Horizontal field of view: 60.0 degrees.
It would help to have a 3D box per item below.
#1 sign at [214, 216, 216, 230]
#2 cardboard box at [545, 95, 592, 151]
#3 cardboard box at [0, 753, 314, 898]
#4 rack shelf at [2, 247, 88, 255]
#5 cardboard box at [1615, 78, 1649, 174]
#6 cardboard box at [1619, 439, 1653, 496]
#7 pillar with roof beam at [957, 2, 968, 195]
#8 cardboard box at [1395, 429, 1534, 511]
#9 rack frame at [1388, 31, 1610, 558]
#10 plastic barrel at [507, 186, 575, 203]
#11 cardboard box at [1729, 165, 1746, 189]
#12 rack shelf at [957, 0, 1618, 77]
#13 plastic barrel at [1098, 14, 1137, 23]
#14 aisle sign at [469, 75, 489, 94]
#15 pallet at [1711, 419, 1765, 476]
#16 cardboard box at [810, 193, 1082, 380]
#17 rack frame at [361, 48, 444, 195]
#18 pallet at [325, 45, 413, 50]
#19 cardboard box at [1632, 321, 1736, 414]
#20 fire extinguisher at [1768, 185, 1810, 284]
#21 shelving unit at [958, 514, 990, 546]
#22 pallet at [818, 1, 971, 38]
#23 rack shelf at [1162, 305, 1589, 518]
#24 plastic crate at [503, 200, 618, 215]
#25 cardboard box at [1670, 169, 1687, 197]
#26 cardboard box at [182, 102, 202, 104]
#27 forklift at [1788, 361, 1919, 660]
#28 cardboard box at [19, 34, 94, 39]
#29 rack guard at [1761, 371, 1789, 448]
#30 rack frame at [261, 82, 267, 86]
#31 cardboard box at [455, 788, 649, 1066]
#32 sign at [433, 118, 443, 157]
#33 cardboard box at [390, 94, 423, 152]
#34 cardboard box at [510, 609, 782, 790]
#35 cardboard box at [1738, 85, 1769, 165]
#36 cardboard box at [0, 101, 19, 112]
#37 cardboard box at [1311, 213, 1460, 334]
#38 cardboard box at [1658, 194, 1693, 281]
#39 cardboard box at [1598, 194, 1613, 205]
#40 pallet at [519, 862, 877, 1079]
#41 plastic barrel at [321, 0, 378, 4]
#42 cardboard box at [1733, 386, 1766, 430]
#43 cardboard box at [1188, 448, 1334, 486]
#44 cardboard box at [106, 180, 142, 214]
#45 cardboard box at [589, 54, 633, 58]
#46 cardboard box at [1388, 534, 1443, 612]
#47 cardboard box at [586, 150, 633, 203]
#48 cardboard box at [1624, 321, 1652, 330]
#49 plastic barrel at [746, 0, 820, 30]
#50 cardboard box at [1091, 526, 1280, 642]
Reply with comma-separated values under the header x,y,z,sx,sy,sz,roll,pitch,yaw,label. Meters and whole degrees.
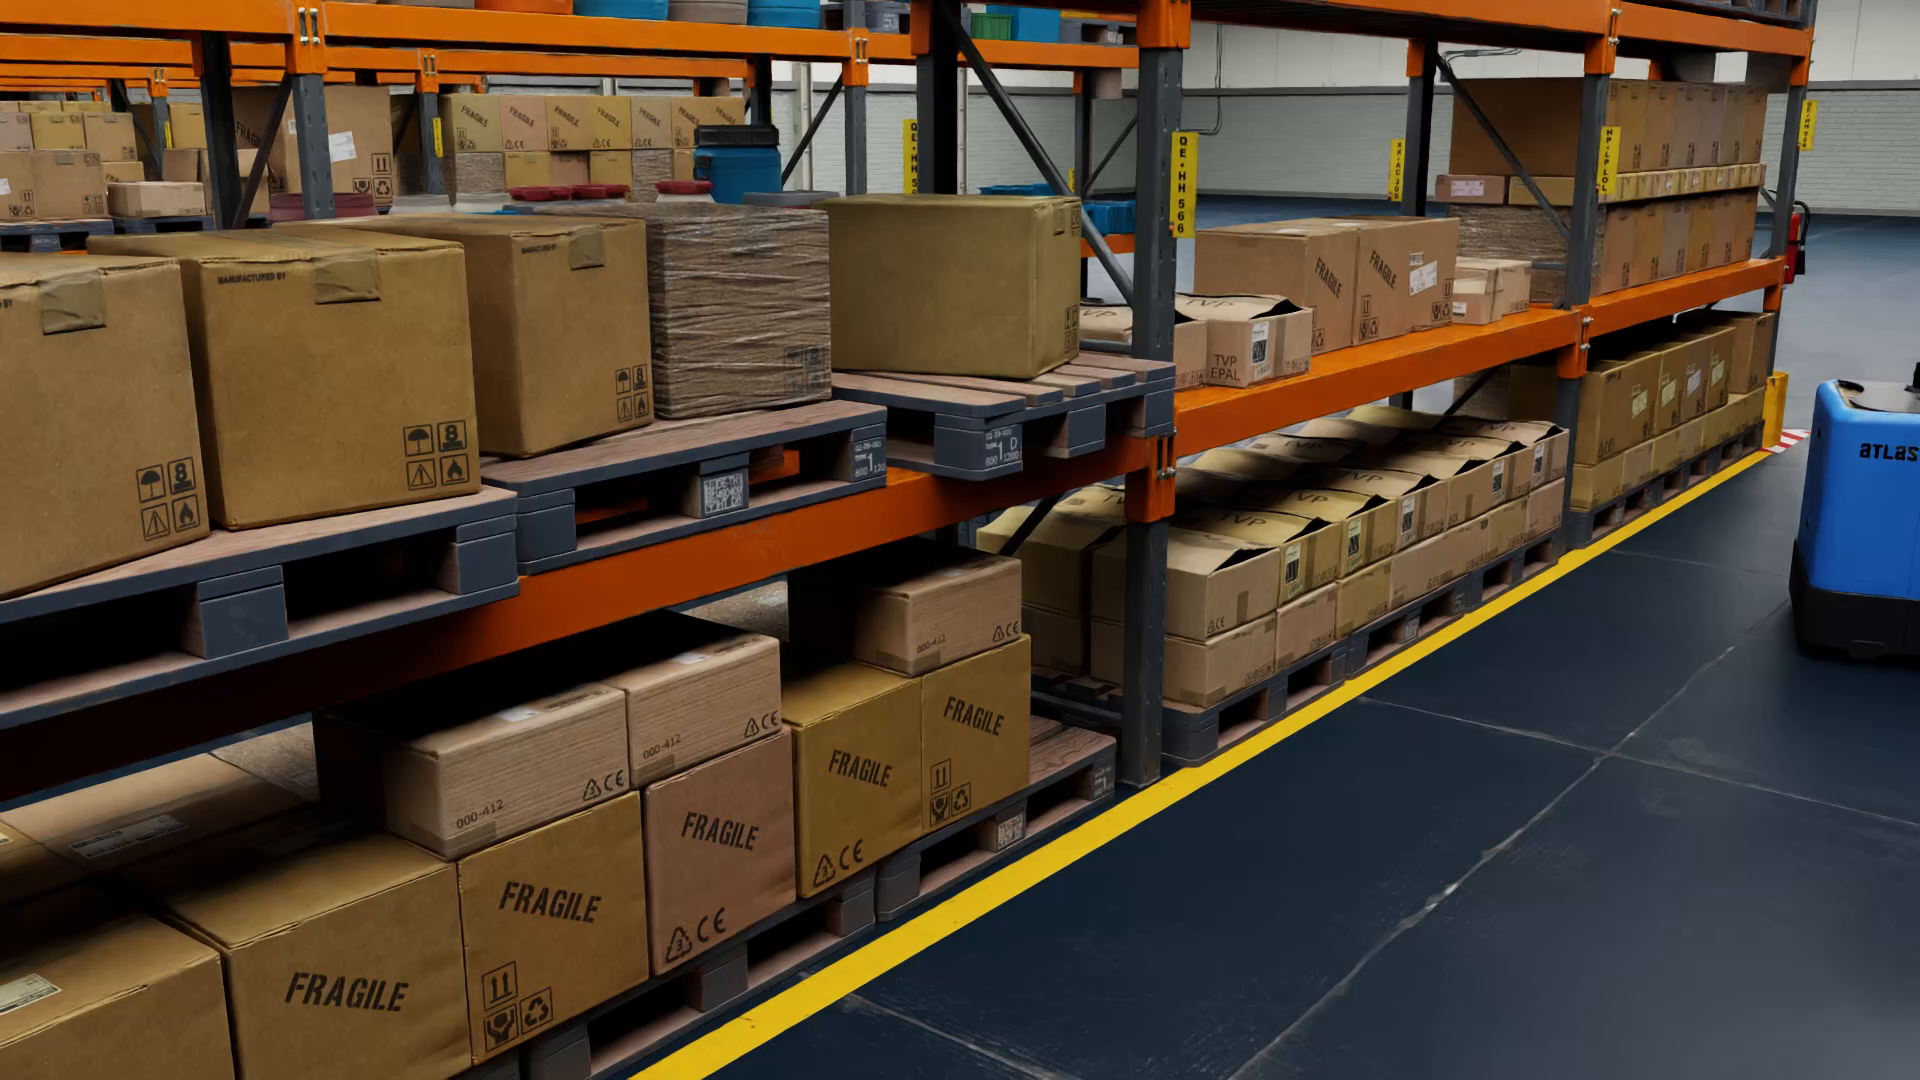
x,y,z,sx,sy,sz,roll,pitch,yaw,label
-4.009,-1.608,9.030,0.100,0.325,0.005,11,18,38,sign
-3.807,-3.894,15.520,0.500,0.500,0.500,11,18,38,cardboard box
-1.836,0.854,3.853,0.500,0.500,0.500,11,18,38,cardboard box
-6.172,-2.246,13.334,1.077,0.370,4.000,11,18,38,rack shelf
3.378,-2.304,9.264,0.700,0.500,0.500,11,18,37,cardboard box
3.633,-0.452,9.541,0.500,0.250,0.500,11,18,38,cardboard box
3.322,-12.889,41.582,9.100,9.000,0.400,11,18,38,pillar with roof beam
2.434,-0.364,8.058,0.500,0.311,0.500,12,18,39,cardboard box
2.788,-1.444,8.716,1.000,3.000,0.127,11,18,38,rack frame
-2.568,-1.905,10.252,0.433,0.535,0.433,0,14,0,plastic barrel
4.886,-2.371,10.844,0.380,0.149,0.250,11,18,37,cardboard box
1.531,-2.166,6.927,1.077,0.370,4.000,11,18,38,rack shelf
1.245,-4.730,13.834,0.600,0.830,0.708,11,18,38,plastic barrel
-5.917,-5.758,20.417,0.394,0.787,0.004,11,18,38,aisle sign
4.854,-0.706,11.473,1.003,0.211,1.213,11,18,38,pallet
-0.034,-0.792,5.093,0.700,0.500,0.500,5,15,19,cardboard box
-4.915,-2.978,14.753,1.000,3.000,0.127,11,18,38,rack frame
-5.386,-4.239,14.007,1.213,0.211,1.003,11,18,38,pallet
4.579,-1.102,10.577,0.500,0.500,0.500,11,18,38,cardboard box
5.737,-2.124,11.547,0.296,0.674,0.183,11,18,38,fire extinguisher
0.009,-0.584,8.986,0.258,1.200,0.189,11,18,38,shelving unit
-0.685,-3.727,11.993,1.213,0.211,1.003,11,18,38,pallet
1.531,-0.713,7.297,1.077,0.370,4.000,11,18,38,rack shelf
-2.323,-1.739,9.745,0.402,0.464,0.583,11,18,38,plastic crate
4.078,-2.126,9.878,0.380,0.149,0.250,11,18,37,cardboard box
-10.584,-5.727,22.738,0.700,0.500,0.500,11,18,38,cardboard box
5.186,-0.883,6.645,3.031,2.935,1.130,6,15,22,forklift
-6.613,-3.742,11.973,0.500,0.250,0.500,12,18,39,cardboard box
5.317,-1.003,12.057,1.175,0.500,0.348,11,18,38,rack guard
-10.109,-5.278,23.805,1.000,3.000,0.127,11,18,38,rack frame
-1.100,0.833,3.936,0.500,0.500,0.500,12,18,38,cardboard box
-4.481,-3.454,14.275,0.100,0.325,0.005,11,18,38,sign
-4.846,-3.784,15.088,0.500,0.500,0.500,11,18,38,cardboard box
-0.803,0.380,4.195,0.500,0.250,0.500,11,18,36,cardboard box
4.965,-2.790,11.175,0.700,0.500,0.500,11,18,38,cardboard box
-12.178,-5.239,20.818,0.700,0.500,0.500,11,18,37,cardboard box
1.961,-1.247,7.737,0.500,0.500,0.500,13,19,41,cardboard box
4.028,-1.874,10.206,0.700,0.500,0.500,12,19,39,cardboard box
3.265,-1.877,8.898,0.380,0.149,0.250,12,18,38,cardboard box
-0.992,1.043,4.588,1.003,0.211,1.213,11,18,38,pallet
-3.143,-2.966,8.385,0.421,0.512,0.421,0,14,0,plastic barrel
5.195,-0.933,11.434,0.500,0.250,0.500,11,18,38,cardboard box
1.369,-0.252,7.614,0.500,0.311,0.500,12,18,39,cardboard box
-6.591,-2.711,13.124,0.396,0.266,0.258,11,18,36,cardboard box
-3.459,-4.703,15.758,0.500,0.250,0.500,11,18,37,cardboard box
1.791,0.101,7.365,0.500,0.250,0.500,12,18,39,cardboard box
-3.660,-3.538,16.151,0.875,0.500,0.500,11,18,38,cardboard box
4.175,-1.183,10.894,0.500,0.500,0.500,11,18,38,cardboard box
-1.213,-3.777,10.789,0.600,0.901,0.708,11,18,38,plastic barrel
0.831,0.124,6.134,0.500,0.311,0.500,12,19,39,cardboard box
